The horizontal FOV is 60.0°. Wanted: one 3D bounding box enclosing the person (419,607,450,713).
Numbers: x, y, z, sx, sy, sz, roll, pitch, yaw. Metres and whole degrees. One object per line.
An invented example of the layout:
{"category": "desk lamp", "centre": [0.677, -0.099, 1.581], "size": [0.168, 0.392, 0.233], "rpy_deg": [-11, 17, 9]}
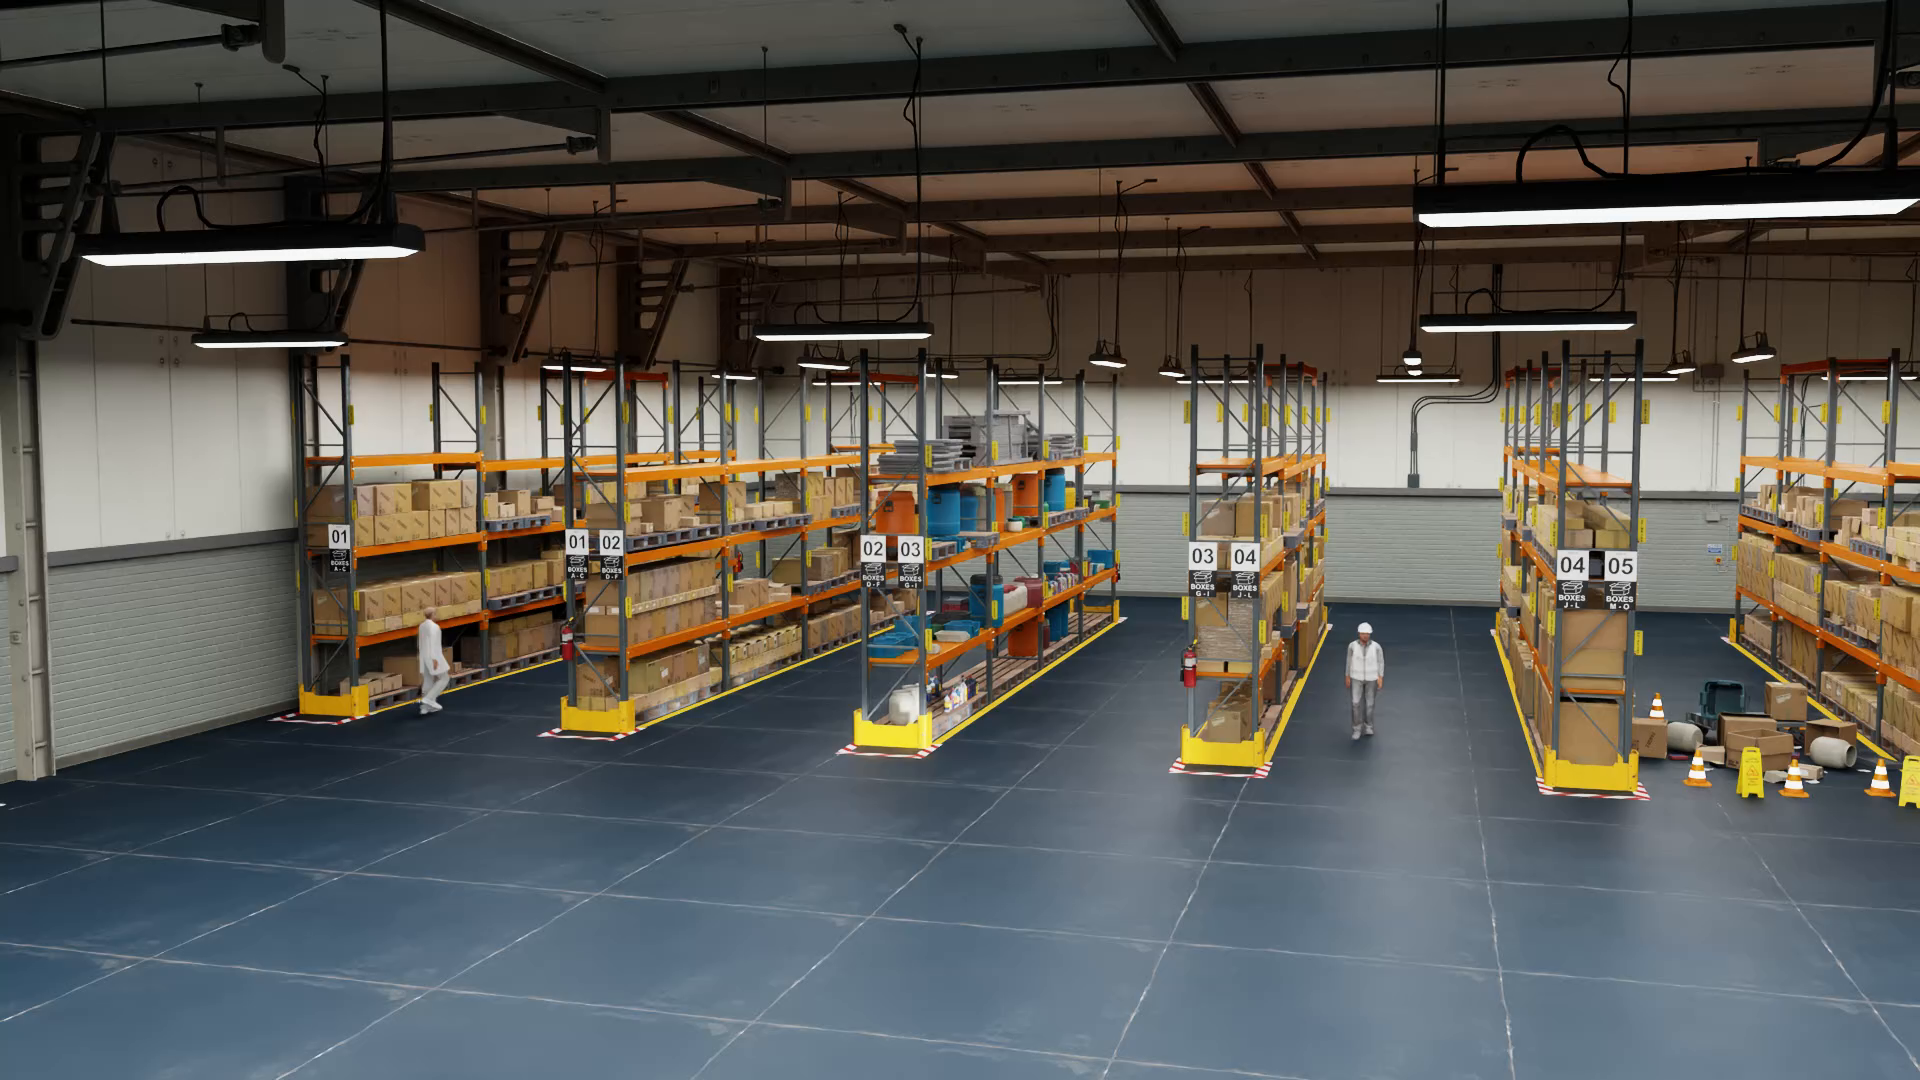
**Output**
{"category": "person", "centre": [-8.914, 2.015, 27.943], "size": [0.613, 1.769, 0.555], "rpy_deg": [2, 5, 30]}

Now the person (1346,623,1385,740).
{"category": "person", "centre": [6.308, 2.185, 25.894], "size": [0.581, 1.803, 0.615], "rpy_deg": [1, 4, 12]}
